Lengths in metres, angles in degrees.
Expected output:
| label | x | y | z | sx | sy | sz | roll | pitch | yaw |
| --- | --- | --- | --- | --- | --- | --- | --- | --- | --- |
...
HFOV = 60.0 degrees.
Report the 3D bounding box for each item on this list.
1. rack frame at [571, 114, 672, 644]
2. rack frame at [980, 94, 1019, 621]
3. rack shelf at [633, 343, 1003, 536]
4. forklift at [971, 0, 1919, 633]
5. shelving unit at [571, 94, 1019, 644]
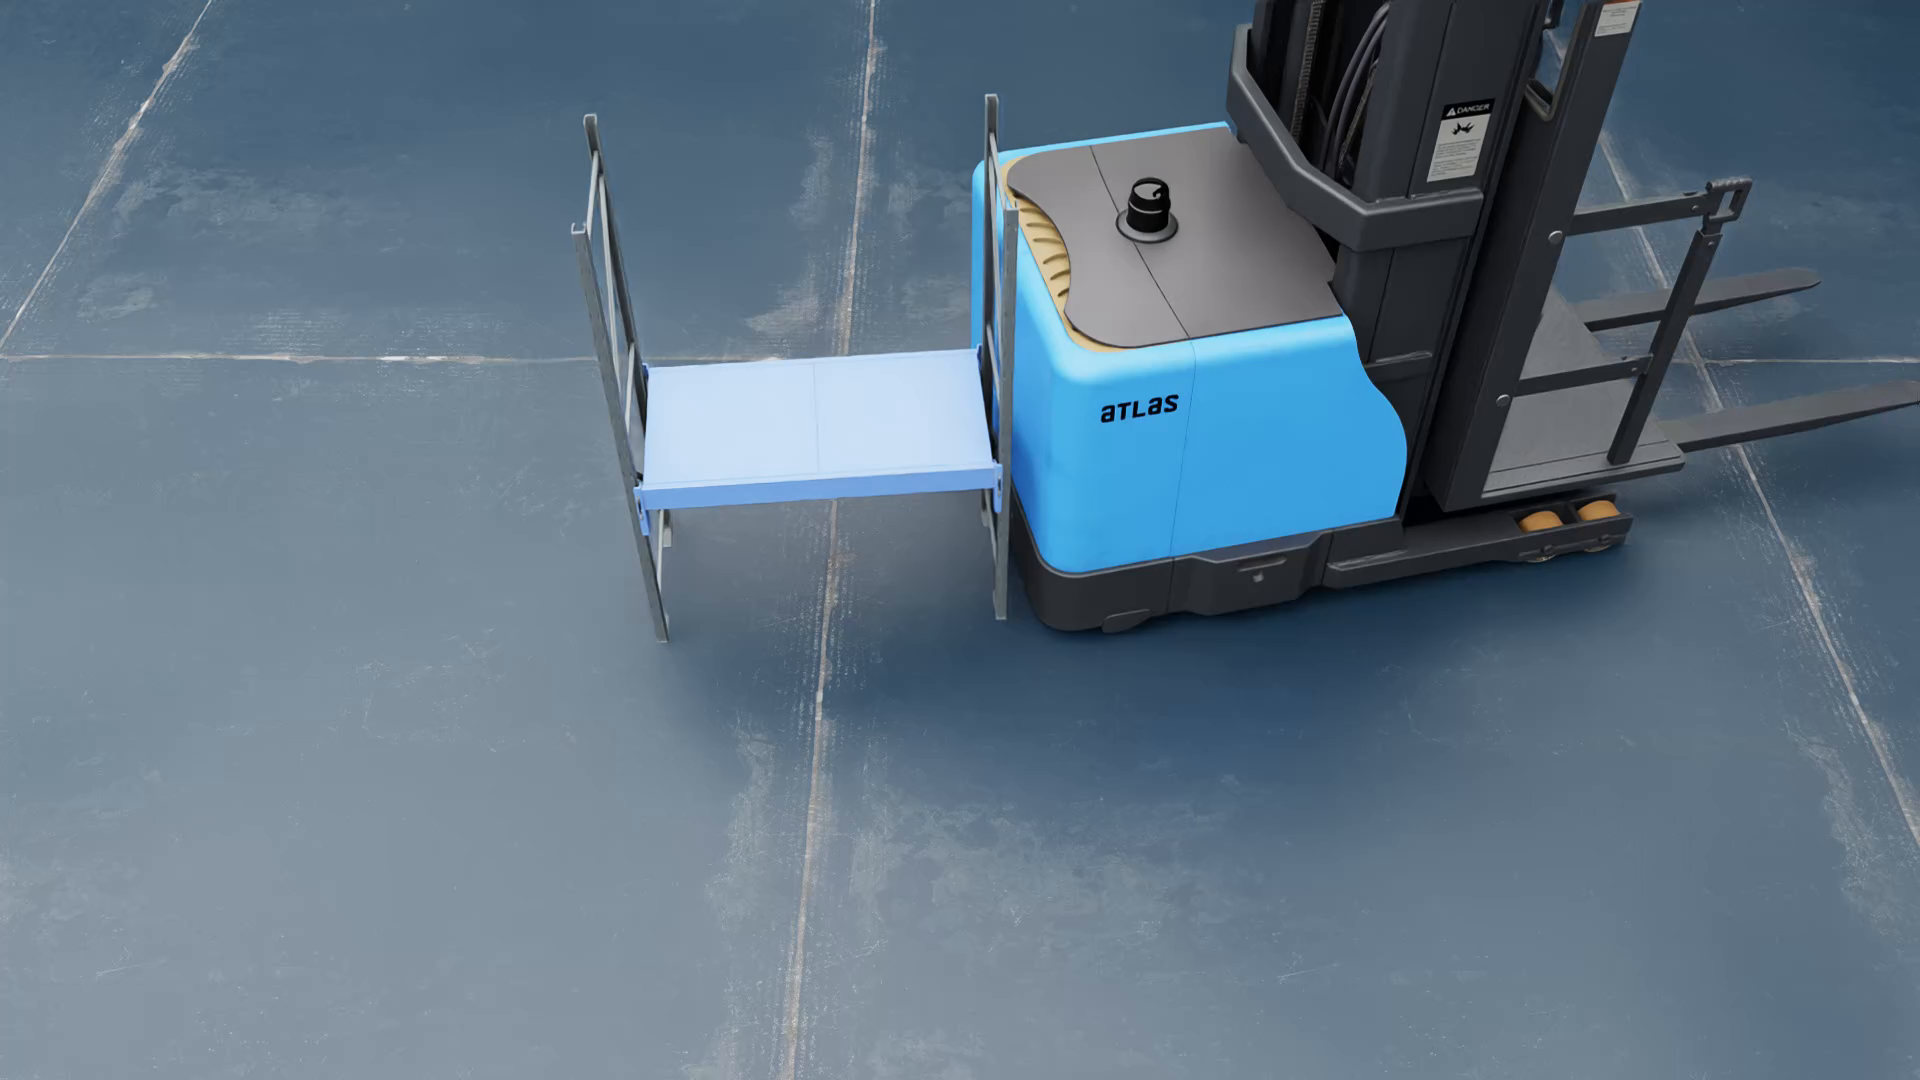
| label | x | y | z | sx | sy | sz | roll | pitch | yaw |
| --- | --- | --- | --- | --- | --- | --- | --- | --- | --- |
| rack frame | -0.911 | -0.383 | 4.582 | 0.032 | 1.500 | 0.500 | -4 | 47 | -4 |
| rack frame | 0.102 | -0.451 | 4.645 | 0.032 | 1.500 | 0.500 | -4 | 47 | -4 |
| rack shelf | -0.405 | -0.294 | 4.745 | 1.000 | 0.185 | 0.538 | -4 | 47 | -4 |
| forklift | 1.596 | -1.296 | 4.454 | 3.031 | 2.935 | 1.130 | -10 | 48 | -9 |
| shelving unit | -0.405 | -0.417 | 4.613 | 1.048 | 1.500 | 0.538 | -4 | 47 | -4 |
